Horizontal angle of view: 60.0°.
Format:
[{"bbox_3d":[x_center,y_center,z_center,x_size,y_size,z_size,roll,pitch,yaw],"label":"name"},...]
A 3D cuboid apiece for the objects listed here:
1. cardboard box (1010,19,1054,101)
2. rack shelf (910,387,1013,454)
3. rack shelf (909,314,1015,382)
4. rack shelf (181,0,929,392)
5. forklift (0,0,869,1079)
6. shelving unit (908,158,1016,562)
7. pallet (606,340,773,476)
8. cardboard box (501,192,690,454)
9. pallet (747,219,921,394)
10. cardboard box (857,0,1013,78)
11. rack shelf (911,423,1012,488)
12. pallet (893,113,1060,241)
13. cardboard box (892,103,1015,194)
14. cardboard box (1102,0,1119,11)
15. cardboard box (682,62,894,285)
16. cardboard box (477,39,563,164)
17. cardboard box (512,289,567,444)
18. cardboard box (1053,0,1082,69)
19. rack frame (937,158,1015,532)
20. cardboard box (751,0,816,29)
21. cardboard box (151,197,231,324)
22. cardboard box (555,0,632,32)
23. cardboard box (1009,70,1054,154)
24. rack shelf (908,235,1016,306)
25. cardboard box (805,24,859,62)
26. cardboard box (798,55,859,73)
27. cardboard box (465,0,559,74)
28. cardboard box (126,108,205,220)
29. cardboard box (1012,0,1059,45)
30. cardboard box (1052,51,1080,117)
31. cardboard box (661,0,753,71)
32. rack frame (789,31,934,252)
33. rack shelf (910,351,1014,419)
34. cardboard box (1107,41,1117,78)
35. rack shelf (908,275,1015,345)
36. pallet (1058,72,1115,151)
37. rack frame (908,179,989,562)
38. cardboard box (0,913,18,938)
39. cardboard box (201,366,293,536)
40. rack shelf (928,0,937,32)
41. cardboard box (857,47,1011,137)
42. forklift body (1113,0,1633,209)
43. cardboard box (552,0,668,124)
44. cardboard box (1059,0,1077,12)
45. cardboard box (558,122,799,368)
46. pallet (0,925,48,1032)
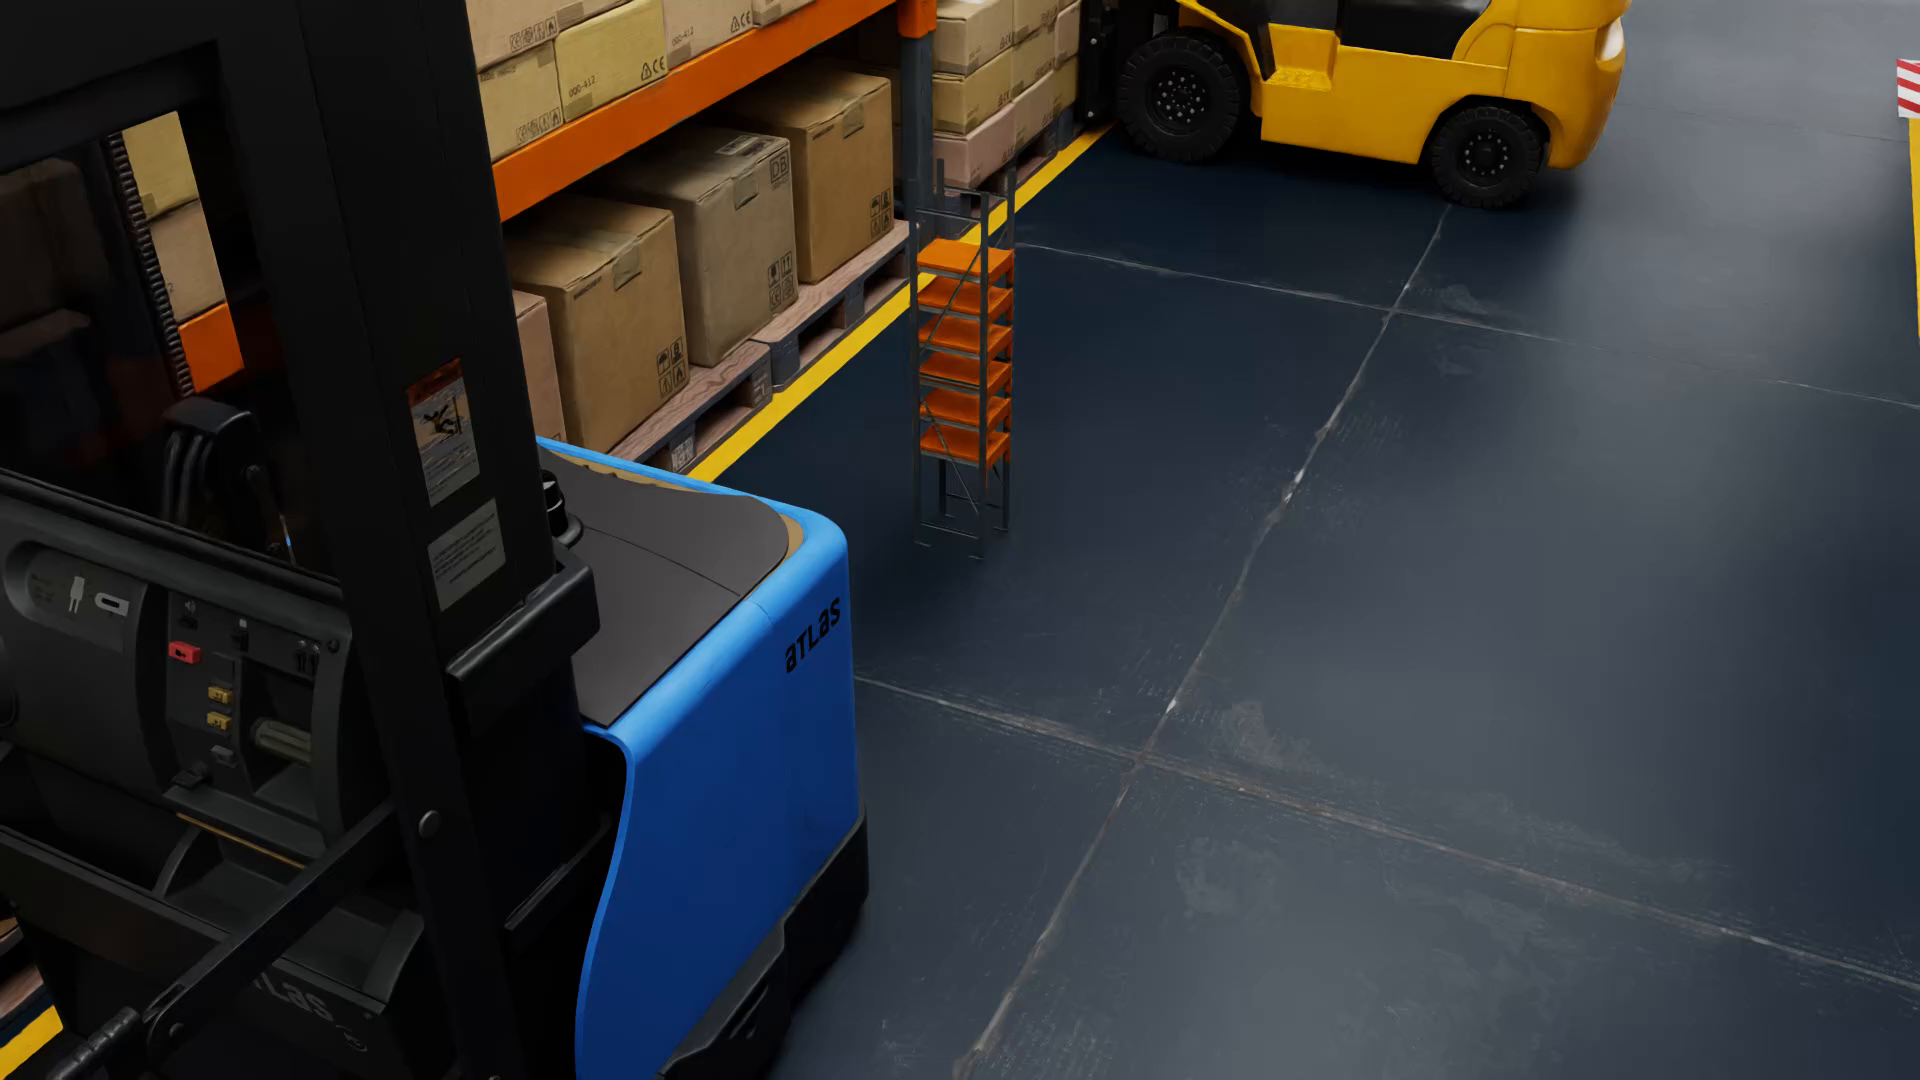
[{"bbox_3d":[0.103,-2.229,7.582,0.500,0.250,0.500,14,36,20],"label":"cardboard box"},{"bbox_3d":[0.006,-0.371,5.022,0.258,0.103,0.180,14,36,20],"label":"rack shelf"},{"bbox_3d":[0.006,-0.572,4.891,0.258,0.103,0.180,14,36,20],"label":"rack shelf"},{"bbox_3d":[-1.426,-1.276,5.116,1.077,0.370,4.000,14,36,20],"label":"rack shelf"},{"bbox_3d":[-1.317,0.236,2.217,1.130,2.935,3.031,15,36,22],"label":"forklift"},{"bbox_3d":[0.006,-0.509,4.932,0.258,1.200,0.189,14,36,20],"label":"shelving unit"},{"bbox_3d":[-1.371,-0.421,5.699,1.003,0.211,1.213,14,36,20],"label":"pallet"},{"bbox_3d":[-1.441,-0.733,5.415,0.875,0.625,0.625,13,35,19],"label":"cardboard box"},{"bbox_3d":[-0.862,-1.030,6.629,1.003,0.211,1.213,14,36,20],"label":"pallet"},{"bbox_3d":[-0.101,-2.185,7.060,0.500,0.250,0.500,14,36,20],"label":"cardboard box"},{"bbox_3d":[0.006,-0.271,5.088,0.258,0.103,0.180,14,36,20],"label":"rack shelf"},{"bbox_3d":[-0.218,-1.793,7.792,1.003,0.211,1.213,14,36,20],"label":"pallet"},{"bbox_3d":[-0.086,-1.763,7.328,0.500,0.250,0.500,15,36,21],"label":"cardboard box"},{"bbox_3d":[0.536,-2.728,8.343,0.500,0.250,0.500,14,36,20],"label":"cardboard box"},{"bbox_3d":[-0.797,-1.493,6.573,0.875,0.625,0.625,16,36,23],"label":"cardboard box"},{"bbox_3d":[-1.431,-1.190,4.466,0.500,0.250,0.500,13,35,19],"label":"cardboard box"},{"bbox_3d":[-1.723,-0.398,4.903,0.875,0.625,0.625,15,36,22],"label":"cardboard box"},{"bbox_3d":[0.324,-2.476,7.960,0.500,0.250,0.500,14,36,20],"label":"cardboard box"},{"bbox_3d":[0.044,-0.555,5.001,0.240,1.200,0.006,14,36,20],"label":"rack frame"},{"bbox_3d":[-0.767,-1.947,5.621,0.500,0.250,0.500,14,36,20],"label":"cardboard box"},{"bbox_3d":[-1.855,-0.682,3.692,0.500,0.250,0.500,14,36,21],"label":"cardboard box"},{"bbox_3d":[-1.218,-1.657,4.723,0.500,0.250,0.500,15,36,21],"label":"cardboard box"},{"bbox_3d":[0.113,-2.020,7.719,0.500,0.250,0.500,13,36,19],"label":"cardboard box"},{"bbox_3d":[0.006,-0.773,4.759,0.258,0.103,0.180,14,36,20],"label":"rack shelf"},{"bbox_3d":[-0.559,-2.306,7.244,0.500,0.250,0.500,15,36,21],"label":"cardboard box"},{"bbox_3d":[-0.571,-2.097,7.381,0.500,0.250,0.500,13,36,19],"label":"cardboard box"},{"bbox_3d":[-1.409,-1.397,4.326,0.500,0.250,0.500,13,36,19],"label":"cardboard box"},{"bbox_3d":[-1.832,-0.886,3.546,0.500,0.250,0.500,14,36,20],"label":"cardboard box"},{"bbox_3d":[0.122,-2.438,7.445,0.500,0.250,0.500,14,36,21],"label":"cardboard box"},{"bbox_3d":[0.314,-2.279,8.115,0.500,0.250,0.500,15,36,21],"label":"cardboard box"},{"bbox_3d":[-1.003,-1.707,5.254,0.500,0.250,0.500,14,36,21],"label":"cardboard box"},{"bbox_3d":[-0.589,-2.572,6.438,1.000,3.000,0.127,14,36,20],"label":"rack frame"},{"bbox_3d":[0.006,-0.472,4.956,0.258,0.103,0.180,14,36,20],"label":"rack shelf"},{"bbox_3d":[0.544,-2.527,8.494,0.500,0.250,0.500,15,36,22],"label":"cardboard box"},{"bbox_3d":[0.006,-0.672,4.825,0.258,0.103,0.180,14,36,20],"label":"rack shelf"},{"bbox_3d":[0.291,-2.403,8.722,1.003,0.211,1.213,14,36,20],"label":"pallet"},{"bbox_3d":[-0.032,-0.463,4.862,0.240,1.200,0.006,14,36,20],"label":"rack frame"},{"bbox_3d":[-2.244,0.549,3.573,0.500,0.500,0.500,15,36,22],"label":"cardboard box"},{"bbox_3d":[-1.989,-0.070,4.404,0.875,0.625,0.625,15,36,22],"label":"cardboard box"},{"bbox_3d":[0.248,-3.268,8.154,1.077,0.370,4.000,14,36,20],"label":"rack shelf"},{"bbox_3d":[-0.106,-1.977,7.199,0.500,0.250,0.500,14,36,20],"label":"cardboard box"},{"bbox_3d":[1.948,-2.847,7.630,2.313,2.155,1.214,14,36,20],"label":"forklift body"},{"bbox_3d":[-1.212,-1.448,4.859,0.500,0.250,0.500,15,36,22],"label":"cardboard box"},{"bbox_3d":[0.319,-2.688,7.827,0.500,0.250,0.500,15,36,22],"label":"cardboard box"},{"bbox_3d":[-1.129,-1.108,5.987,0.875,0.625,0.625,14,36,20],"label":"cardboard box"},{"bbox_3d":[-2.609,0.949,3.610,1.003,0.211,1.213,14,36,20],"label":"pallet"}]
